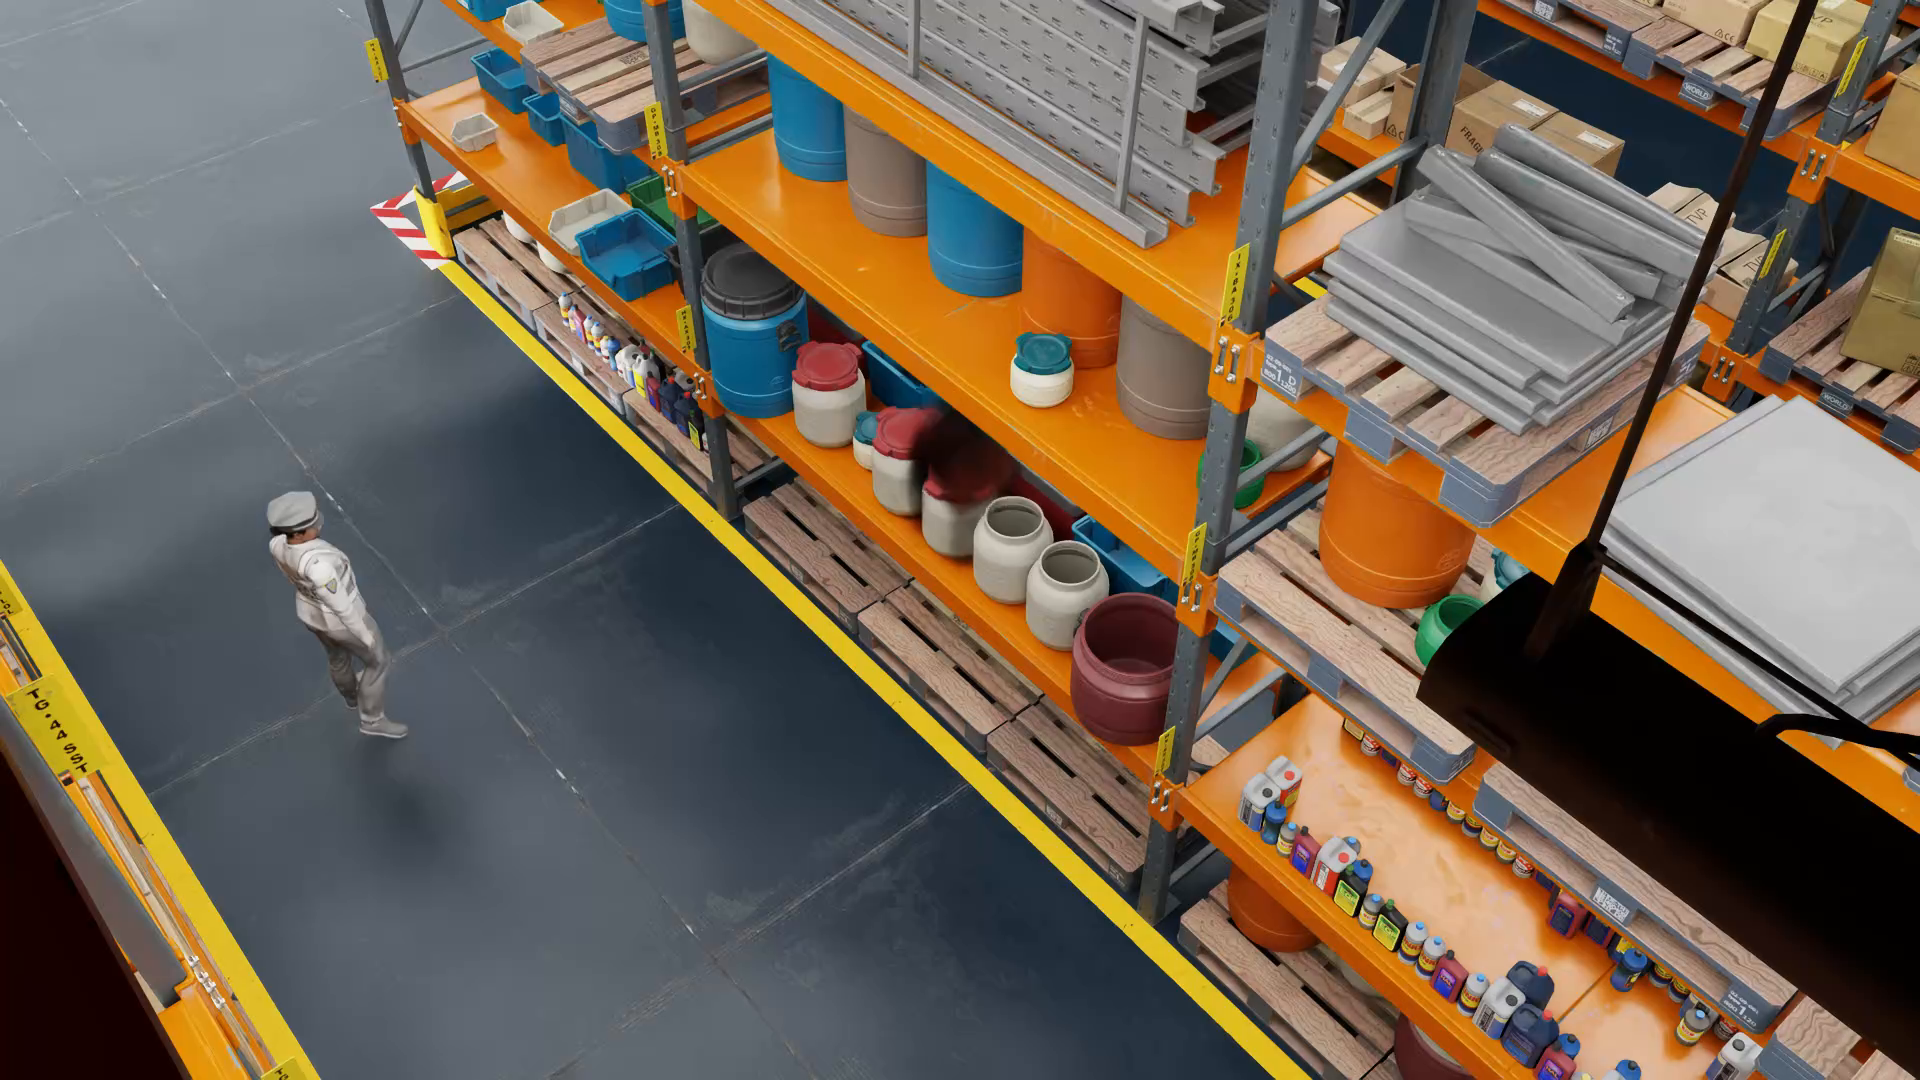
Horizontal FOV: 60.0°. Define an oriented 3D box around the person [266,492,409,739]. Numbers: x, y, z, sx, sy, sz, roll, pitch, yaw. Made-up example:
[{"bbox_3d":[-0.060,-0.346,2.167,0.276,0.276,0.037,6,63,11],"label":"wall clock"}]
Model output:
[{"bbox_3d":[-3.401,0.432,9.041,0.554,1.723,0.396,22,50,20],"label":"person"}]
